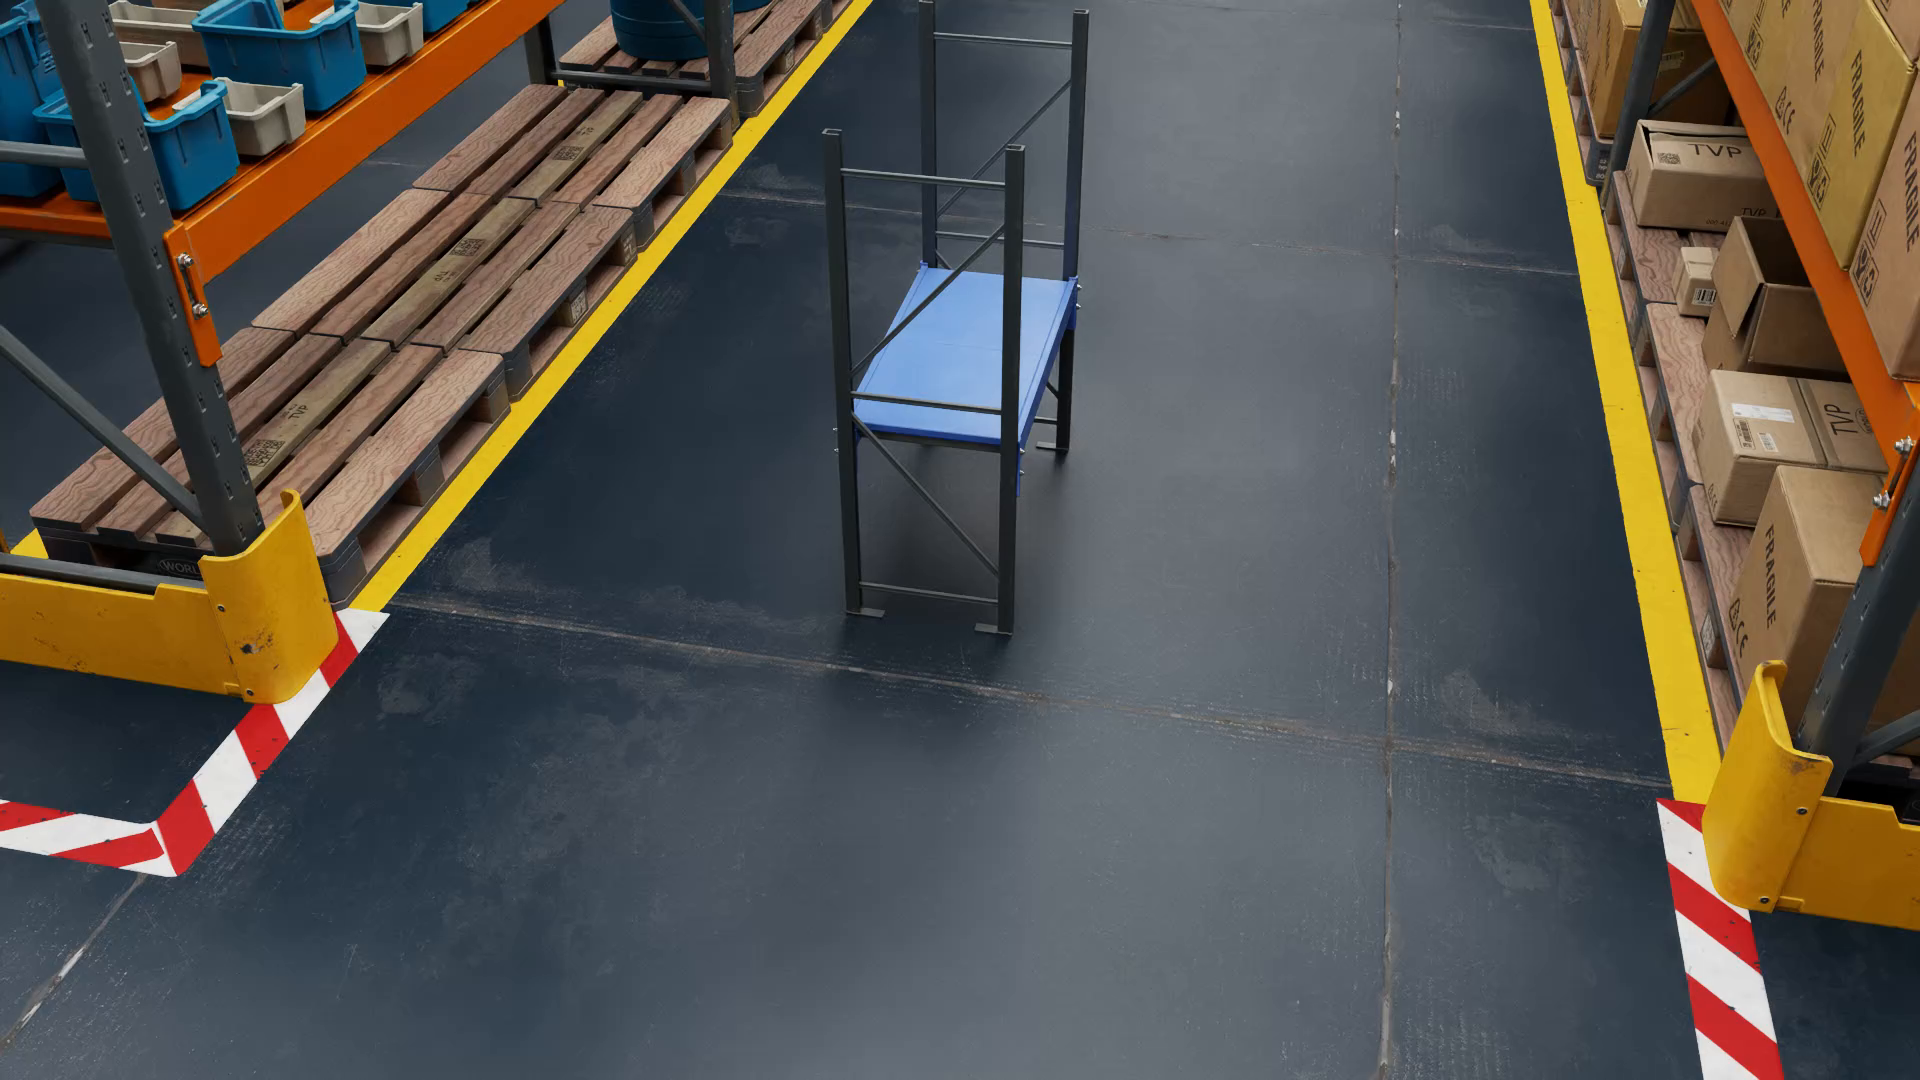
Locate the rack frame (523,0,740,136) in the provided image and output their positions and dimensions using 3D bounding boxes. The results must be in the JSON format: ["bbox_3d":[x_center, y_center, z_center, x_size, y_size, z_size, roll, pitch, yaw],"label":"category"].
[{"bbox_3d":[-1.557,-3.229,7.149,1.000,3.000,0.127,7,37,10],"label":"rack frame"}]

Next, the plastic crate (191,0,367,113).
[{"bbox_3d":[-1.896,-1.370,4.676,0.416,0.233,0.300,7,37,10],"label":"plastic crate"}]

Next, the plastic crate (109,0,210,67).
[{"bbox_3d":[-2.338,-1.508,4.948,0.396,0.136,0.243,7,37,10],"label":"plastic crate"}]

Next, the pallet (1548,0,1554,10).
[{"bbox_3d":[3.939,-3.347,9.688,1.003,0.211,1.213,7,37,10],"label":"pallet"}]

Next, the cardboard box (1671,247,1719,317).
[{"bbox_3d":[2.805,-0.926,6.011,0.380,0.166,0.250,7,37,10],"label":"cardboard box"}]

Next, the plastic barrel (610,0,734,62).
[{"bbox_3d":[-1.424,-2.859,8.069,0.600,0.901,0.708,7,37,10],"label":"plastic barrel"}]

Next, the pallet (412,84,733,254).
[{"bbox_3d":[-1.676,-1.674,7.379,1.003,0.211,1.213,7,37,10],"label":"pallet"}]

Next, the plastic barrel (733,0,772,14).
[{"bbox_3d":[-1.273,-3.265,8.629,0.600,0.901,0.708,7,37,10],"label":"plastic barrel"}]

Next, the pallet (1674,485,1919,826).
[{"bbox_3d":[2.612,0.316,4.635,1.003,0.211,1.213,7,37,10],"label":"pallet"}]

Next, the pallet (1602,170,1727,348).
[{"bbox_3d":[3.134,-1.083,6.565,1.003,0.211,1.213,7,37,10],"label":"pallet"}]

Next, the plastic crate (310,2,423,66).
[{"bbox_3d":[-1.743,-1.516,4.959,0.250,0.136,0.298,7,37,10],"label":"plastic crate"}]

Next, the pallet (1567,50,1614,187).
[{"bbox_3d":[3.418,-1.948,7.758,1.003,0.211,1.213,7,37,10],"label":"pallet"}]

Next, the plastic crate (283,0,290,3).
[{"bbox_3d":[-2.257,-1.843,5.410,0.298,0.136,0.250,7,37,10],"label":"plastic crate"}]

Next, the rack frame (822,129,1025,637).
[{"bbox_3d":[-0.090,-0.365,4.475,0.500,1.500,0.032,7,37,10],"label":"rack frame"}]

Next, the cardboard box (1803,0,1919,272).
[{"bbox_3d":[2.364,-0.942,3.909,0.500,0.500,0.500,8,37,10],"label":"cardboard box"}]

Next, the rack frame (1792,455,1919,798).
[{"bbox_3d":[2.427,-0.313,3.126,1.000,3.000,0.127,7,37,10],"label":"rack frame"}]

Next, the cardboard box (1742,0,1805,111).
[{"bbox_3d":[2.584,-1.516,4.701,0.500,0.500,0.500,7,36,9],"label":"cardboard box"}]

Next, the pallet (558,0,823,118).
[{"bbox_3d":[-1.351,-2.537,8.571,1.003,0.211,1.213,7,37,10],"label":"pallet"}]

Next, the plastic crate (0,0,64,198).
[{"bbox_3d":[-2.522,-1.190,4.254,0.616,0.435,0.499,7,37,10],"label":"plastic crate"}]

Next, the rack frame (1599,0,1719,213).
[{"bbox_3d":[3.281,-2.606,6.290,1.000,3.000,0.127,7,37,10],"label":"rack frame"}]

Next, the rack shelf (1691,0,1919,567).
[{"bbox_3d":[2.854,-1.168,4.919,1.077,0.370,4.000,7,37,10],"label":"rack shelf"}]

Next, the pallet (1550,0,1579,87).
[{"bbox_3d":[3.676,-2.649,8.726,1.003,0.211,1.213,7,37,10],"label":"pallet"}]

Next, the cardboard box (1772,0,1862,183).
[{"bbox_3d":[2.476,-1.227,4.302,0.500,0.500,0.500,8,37,10],"label":"cardboard box"}]

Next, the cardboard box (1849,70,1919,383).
[{"bbox_3d":[2.257,-0.644,3.498,0.500,0.500,0.500,8,37,11],"label":"cardboard box"}]

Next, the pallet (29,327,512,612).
[{"bbox_3d":[-2.197,-0.275,5.449,1.003,0.211,1.213,7,37,10],"label":"pallet"}]

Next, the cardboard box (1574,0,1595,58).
[{"bbox_3d":[3.328,-2.661,8.120,0.500,0.500,0.500,8,37,11],"label":"cardboard box"}]

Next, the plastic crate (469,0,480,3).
[{"bbox_3d":[-1.692,-1.920,5.434,0.416,0.233,0.300,7,37,10],"label":"plastic crate"}]

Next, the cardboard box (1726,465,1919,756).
[{"bbox_3d":[2.302,0.179,4.203,0.500,0.500,0.500,7,37,10],"label":"cardboard box"}]

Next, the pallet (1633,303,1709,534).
[{"bbox_3d":[2.875,-0.382,5.597,1.003,0.211,1.213,7,37,10],"label":"pallet"}]

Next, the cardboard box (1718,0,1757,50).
[{"bbox_3d":[2.691,-1.808,5.103,0.500,0.500,0.500,7,37,10],"label":"cardboard box"}]

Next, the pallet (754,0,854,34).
[{"bbox_3d":[-1.093,-3.239,9.539,1.003,0.211,1.213,7,37,10],"label":"pallet"}]

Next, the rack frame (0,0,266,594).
[{"bbox_3d":[-2.411,-0.936,3.985,1.000,3.000,0.127,7,37,10],"label":"rack frame"}]

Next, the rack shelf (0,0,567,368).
[{"bbox_3d":[-1.984,-1.791,5.778,1.077,0.370,4.000,7,37,10],"label":"rack shelf"}]

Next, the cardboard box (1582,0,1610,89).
[{"bbox_3d":[3.220,-2.373,7.724,0.500,0.500,0.500,7,37,10],"label":"cardboard box"}]

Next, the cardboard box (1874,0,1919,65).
[{"bbox_3d":[2.360,-1.338,3.602,0.500,0.500,0.500,8,37,11],"label":"cardboard box"}]

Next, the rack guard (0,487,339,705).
[{"bbox_3d":[-2.404,0.092,4.697,1.175,0.500,0.348,7,37,10],"label":"rack guard"}]

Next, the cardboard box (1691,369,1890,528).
[{"bbox_3d":[2.535,-0.261,5.022,0.500,0.250,0.500,7,37,10],"label":"cardboard box"}]

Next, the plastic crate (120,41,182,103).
[{"bbox_3d":[-2.414,-1.344,4.721,0.396,0.136,0.243,7,37,10],"label":"plastic crate"}]

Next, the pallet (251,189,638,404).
[{"bbox_3d":[-1.935,-0.972,6.411,1.003,0.211,1.213,7,37,10],"label":"pallet"}]

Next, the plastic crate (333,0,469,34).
[{"bbox_3d":[-1.756,-1.747,5.197,0.416,0.233,0.300,7,37,10],"label":"plastic crate"}]

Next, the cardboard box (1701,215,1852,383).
[{"bbox_3d":[2.885,-0.696,5.406,0.797,0.503,0.637,7,37,10],"label":"cardboard box"}]

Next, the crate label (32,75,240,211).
[{"bbox_3d":[-2.037,-0.993,4.155,0.416,0.233,0.303,7,37,10],"label":"crate label"}]

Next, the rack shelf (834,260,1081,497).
[{"bbox_3d":[0.018,-0.511,4.983,0.538,0.185,1.000,7,37,10],"label":"rack shelf"}]

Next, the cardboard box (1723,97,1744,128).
[{"bbox_3d":[3.623,-2.019,7.235,0.500,0.500,0.500,6,36,8],"label":"cardboard box"}]

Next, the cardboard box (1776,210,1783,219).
[{"bbox_3d":[3.437,-1.410,6.394,0.500,0.500,0.500,7,37,10],"label":"cardboard box"}]

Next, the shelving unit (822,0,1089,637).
[{"bbox_3d":[0.018,-0.656,4.877,0.538,1.500,1.048,7,37,10],"label":"shelving unit"}]

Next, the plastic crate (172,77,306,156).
[{"bbox_3d":[-1.888,-1.127,4.423,0.250,0.136,0.298,7,37,10],"label":"plastic crate"}]

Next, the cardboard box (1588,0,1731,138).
[{"bbox_3d":[3.107,-2.091,7.334,0.500,0.500,0.500,7,37,10],"label":"cardboard box"}]

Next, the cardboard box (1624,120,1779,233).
[{"bbox_3d":[2.980,-1.482,6.655,0.500,0.311,0.500,7,37,10],"label":"cardboard box"}]

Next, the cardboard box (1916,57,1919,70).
[{"bbox_3d":[2.253,-1.048,3.202,0.500,0.500,0.500,7,37,10],"label":"cardboard box"}]

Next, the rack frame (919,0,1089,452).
[{"bbox_3d":[0.127,-0.948,5.279,0.500,1.500,0.032,7,37,10],"label":"rack frame"}]

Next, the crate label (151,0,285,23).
[{"bbox_3d":[-2.302,-1.671,5.173,0.396,0.136,0.243,7,37,10],"label":"crate label"}]

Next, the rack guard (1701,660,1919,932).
[{"bbox_3d":[2.443,0.656,3.919,1.175,0.500,0.348,7,37,10],"label":"rack guard"}]

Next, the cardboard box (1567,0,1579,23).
[{"bbox_3d":[3.434,-2.952,8.523,0.500,0.500,0.500,6,36,8],"label":"cardboard box"}]
